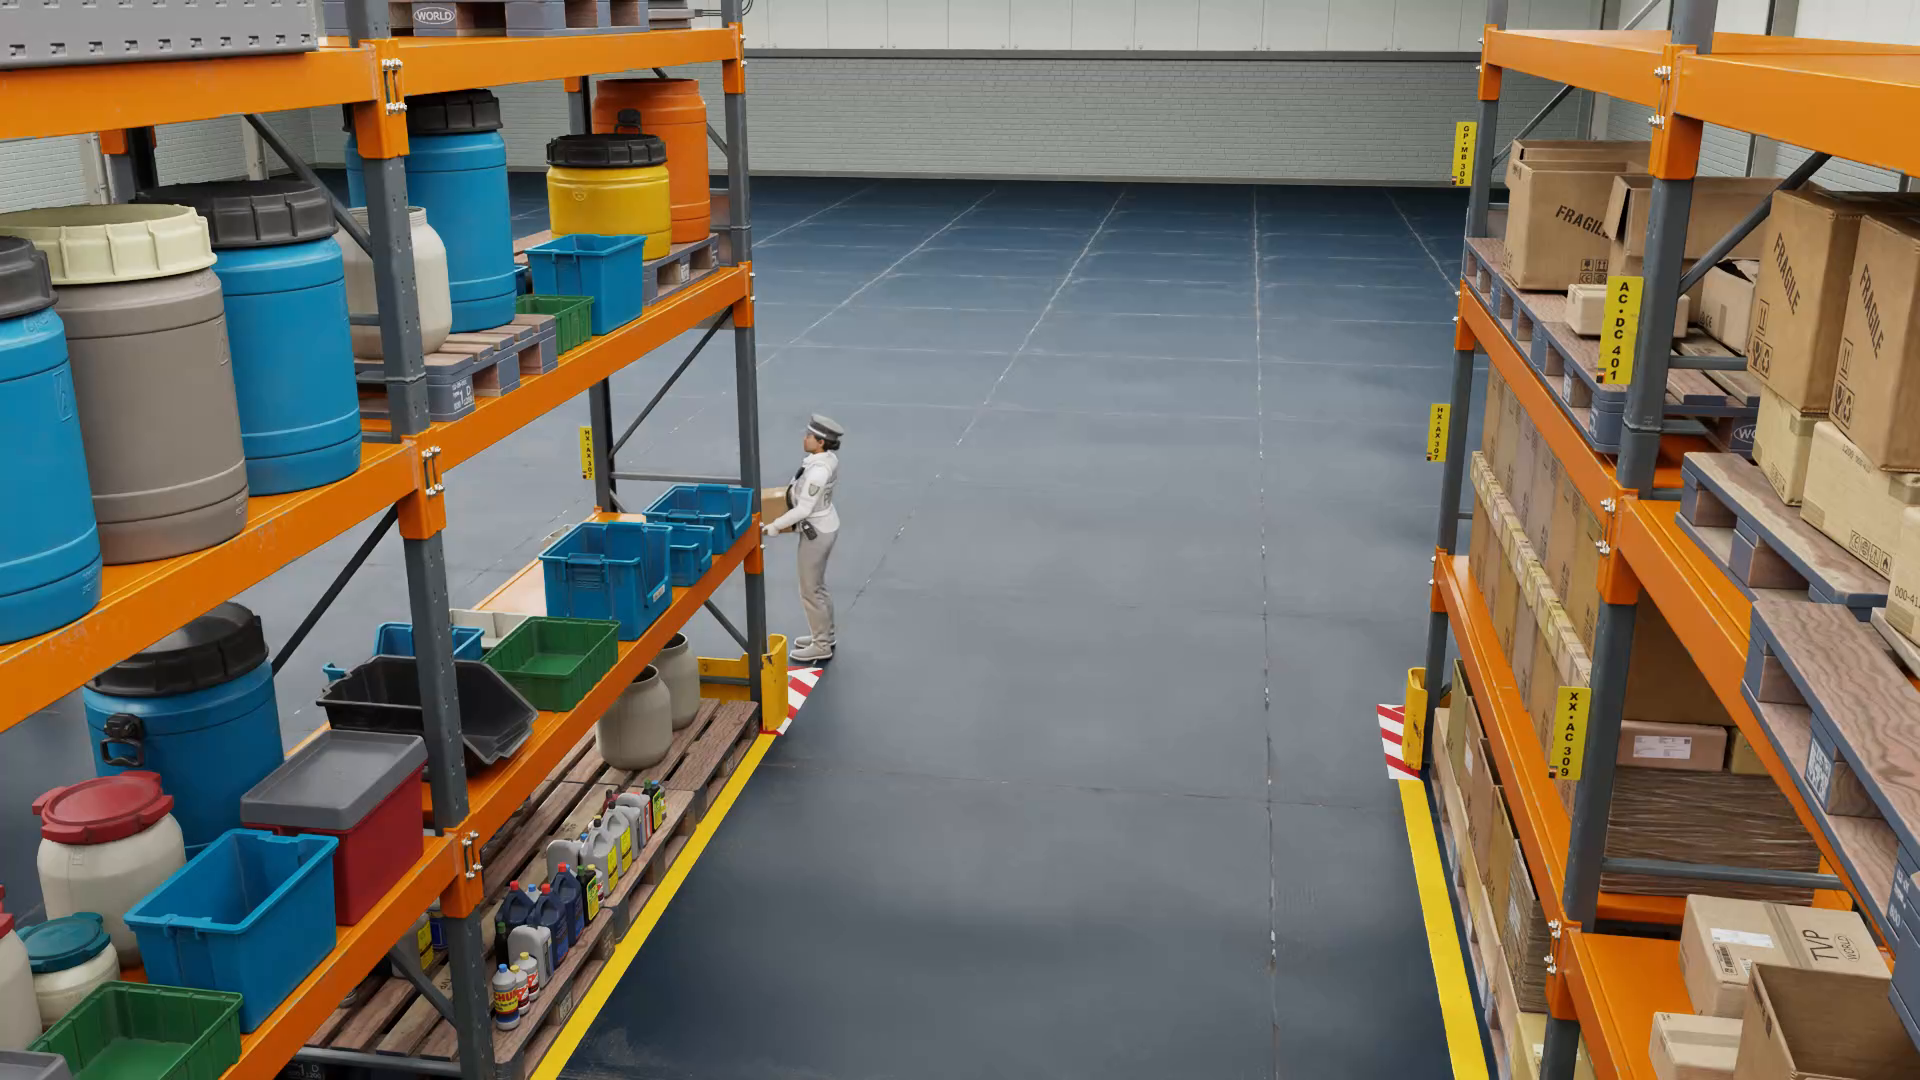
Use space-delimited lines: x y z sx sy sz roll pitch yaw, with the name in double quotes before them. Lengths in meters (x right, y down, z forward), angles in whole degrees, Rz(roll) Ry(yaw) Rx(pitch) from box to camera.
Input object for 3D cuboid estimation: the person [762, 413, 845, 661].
"person" -1.032 -0.034 11.116 0.556 1.687 0.460 1 18 2
